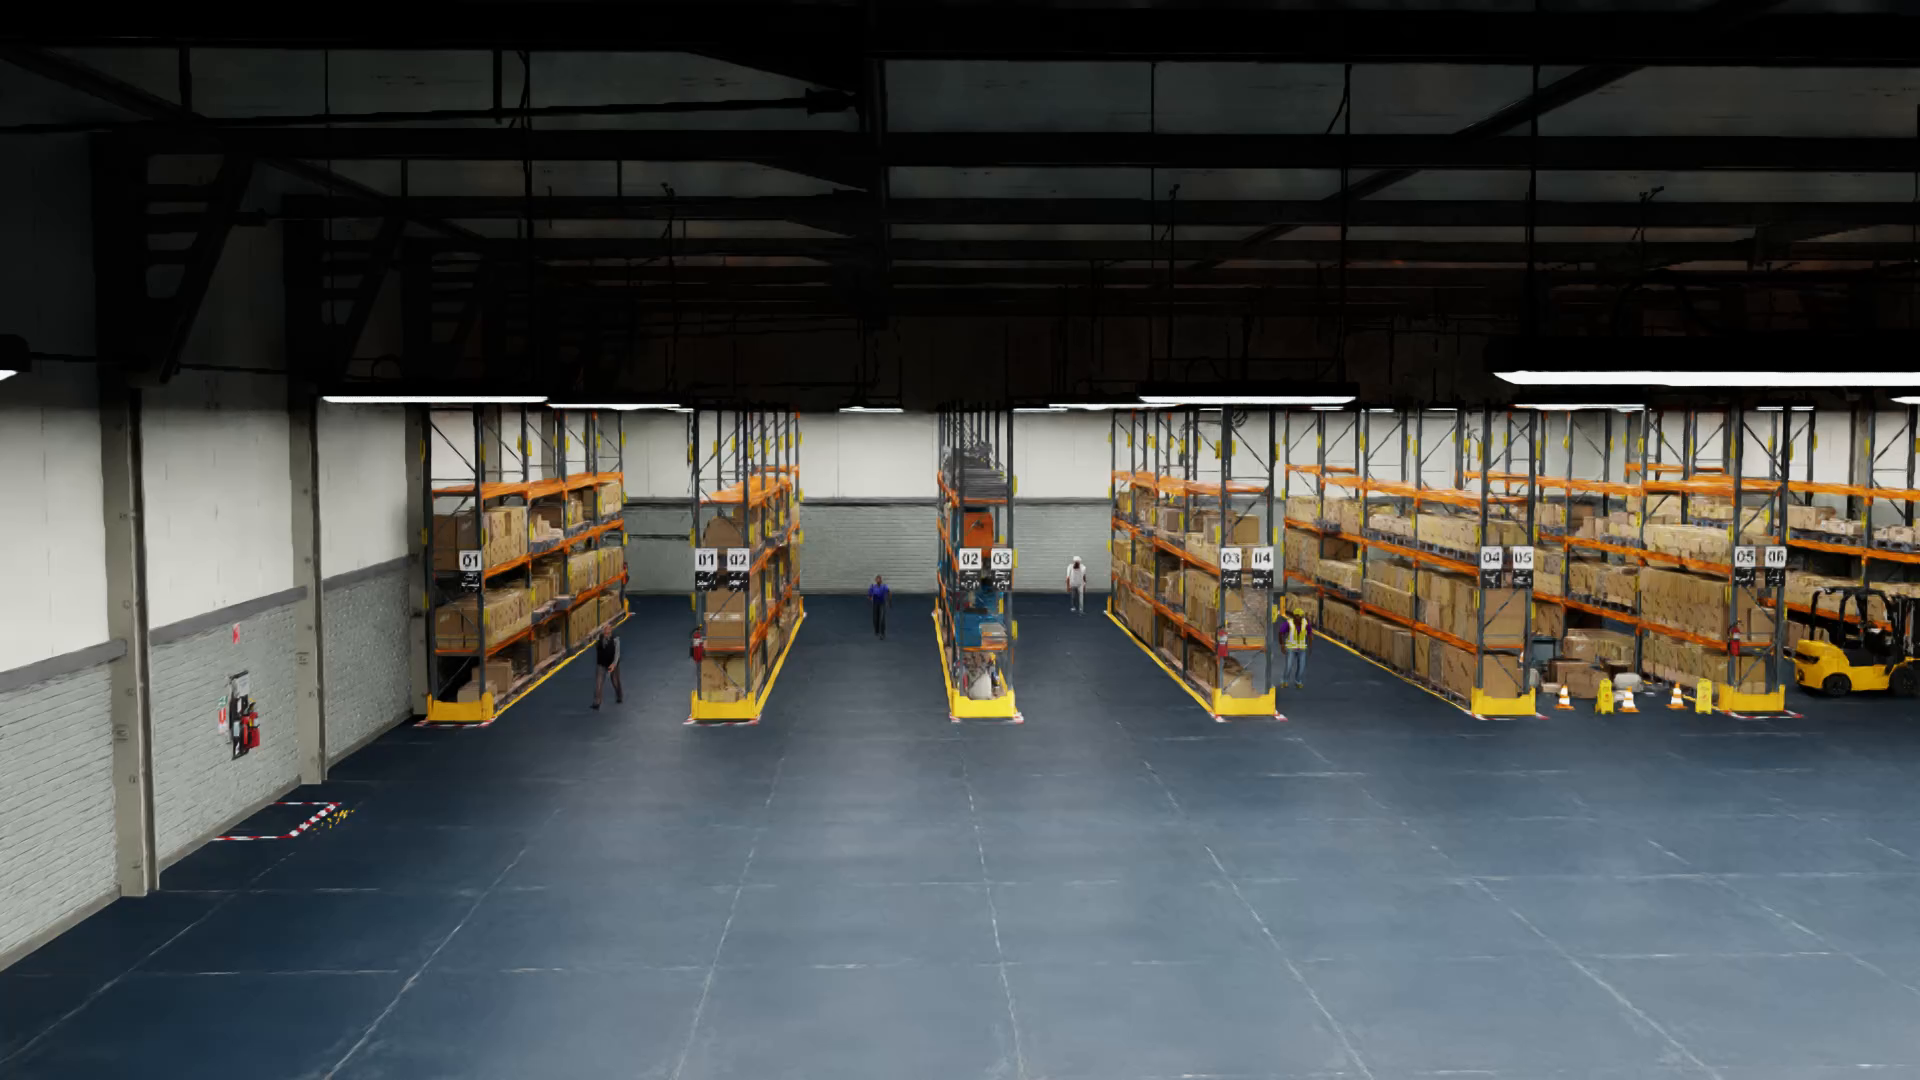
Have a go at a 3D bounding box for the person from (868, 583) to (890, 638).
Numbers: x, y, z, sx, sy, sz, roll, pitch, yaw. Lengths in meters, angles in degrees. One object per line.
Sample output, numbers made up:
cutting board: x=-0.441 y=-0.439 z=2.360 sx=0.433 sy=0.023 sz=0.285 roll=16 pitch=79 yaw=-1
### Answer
person: x=-2.087 y=1.778 z=42.774 sx=0.554 sy=1.401 sz=0.775 roll=0 pitch=4 yaw=3

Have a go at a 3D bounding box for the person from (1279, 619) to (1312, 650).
person: x=6.993 y=1.945 z=34.598 sx=0.690 sy=0.659 sz=0.394 roll=0 pitch=4 yaw=-4

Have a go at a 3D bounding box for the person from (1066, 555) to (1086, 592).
person: x=3.320 y=0.966 z=47.368 sx=0.577 sy=1.072 sz=0.450 roll=0 pitch=4 yaw=1
